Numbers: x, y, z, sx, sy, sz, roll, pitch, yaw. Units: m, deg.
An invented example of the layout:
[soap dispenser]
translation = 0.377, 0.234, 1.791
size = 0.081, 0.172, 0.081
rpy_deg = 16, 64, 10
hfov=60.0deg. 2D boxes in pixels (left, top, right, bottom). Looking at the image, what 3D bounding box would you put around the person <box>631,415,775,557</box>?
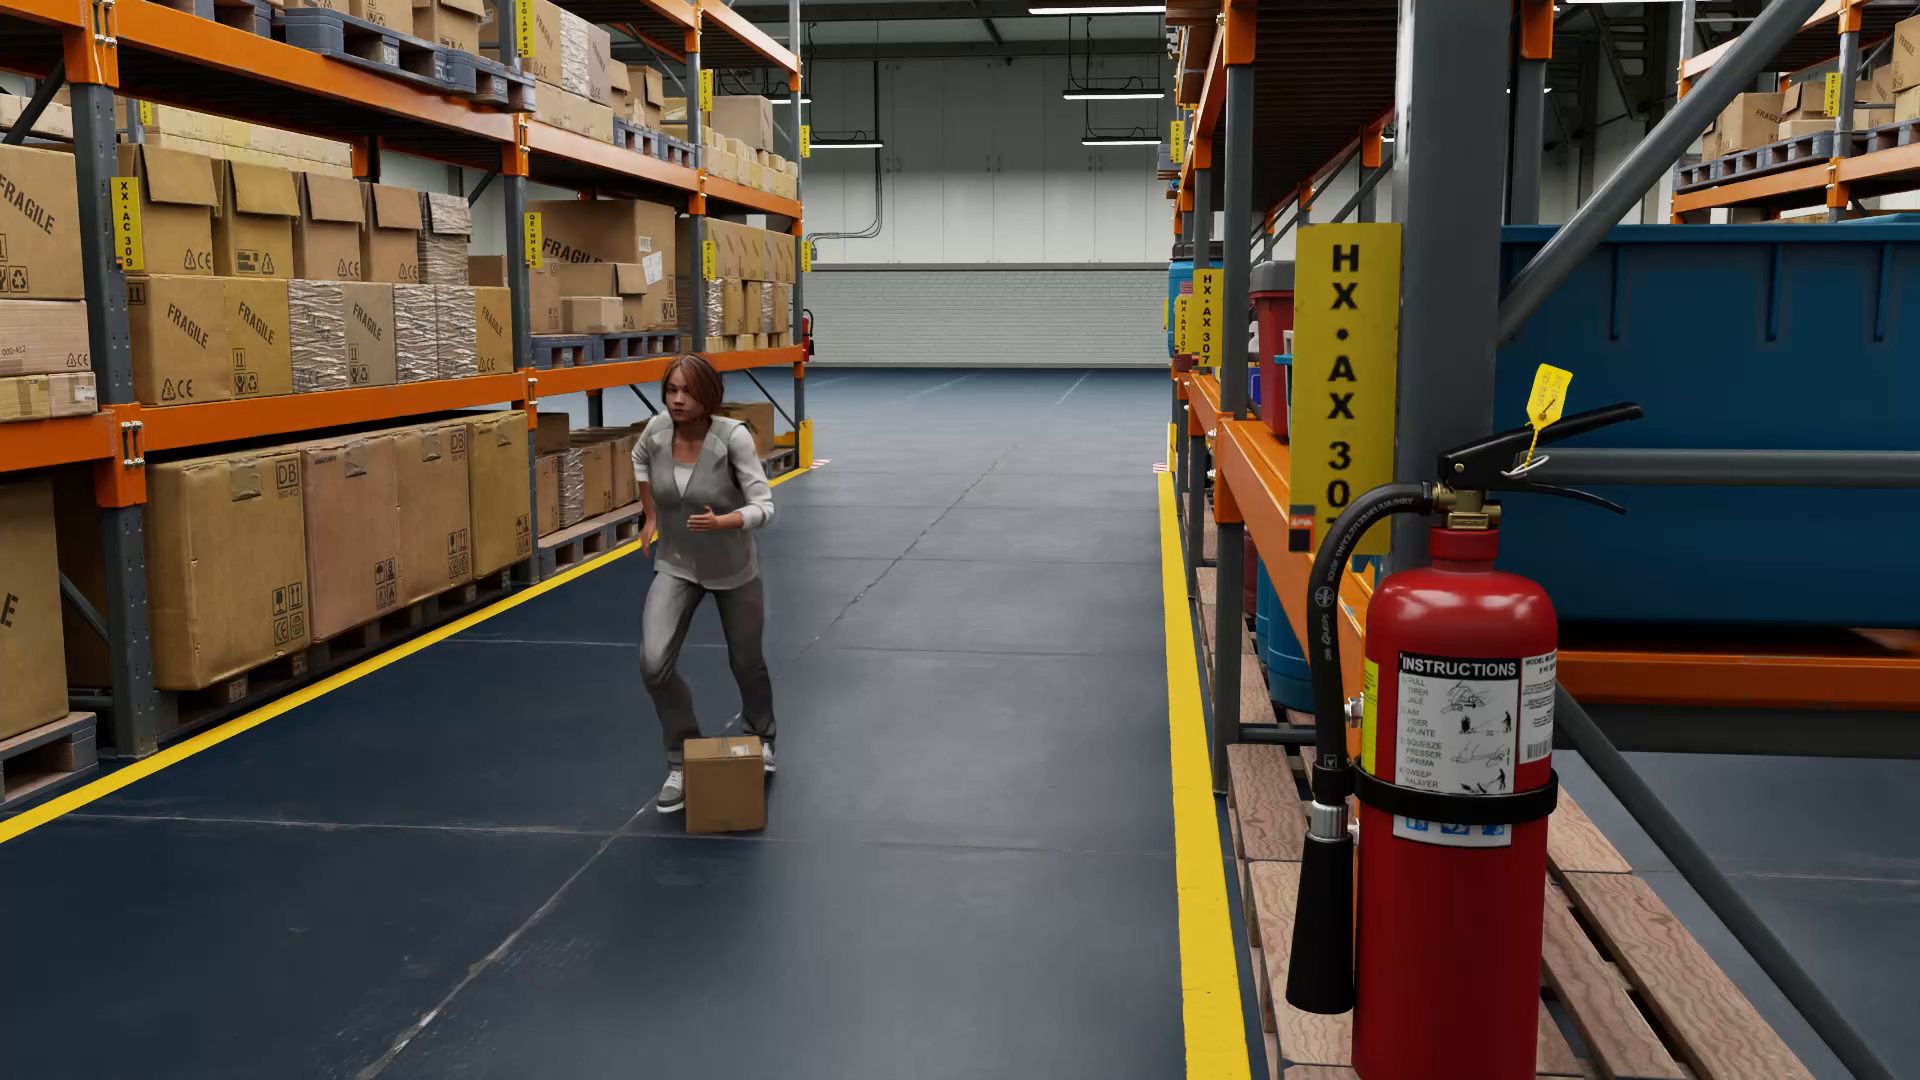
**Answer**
[person]
translation = -0.863, -0.150, 5.519
size = 0.530, 0.546, 0.422
rpy_deg = 0, 8, 3
